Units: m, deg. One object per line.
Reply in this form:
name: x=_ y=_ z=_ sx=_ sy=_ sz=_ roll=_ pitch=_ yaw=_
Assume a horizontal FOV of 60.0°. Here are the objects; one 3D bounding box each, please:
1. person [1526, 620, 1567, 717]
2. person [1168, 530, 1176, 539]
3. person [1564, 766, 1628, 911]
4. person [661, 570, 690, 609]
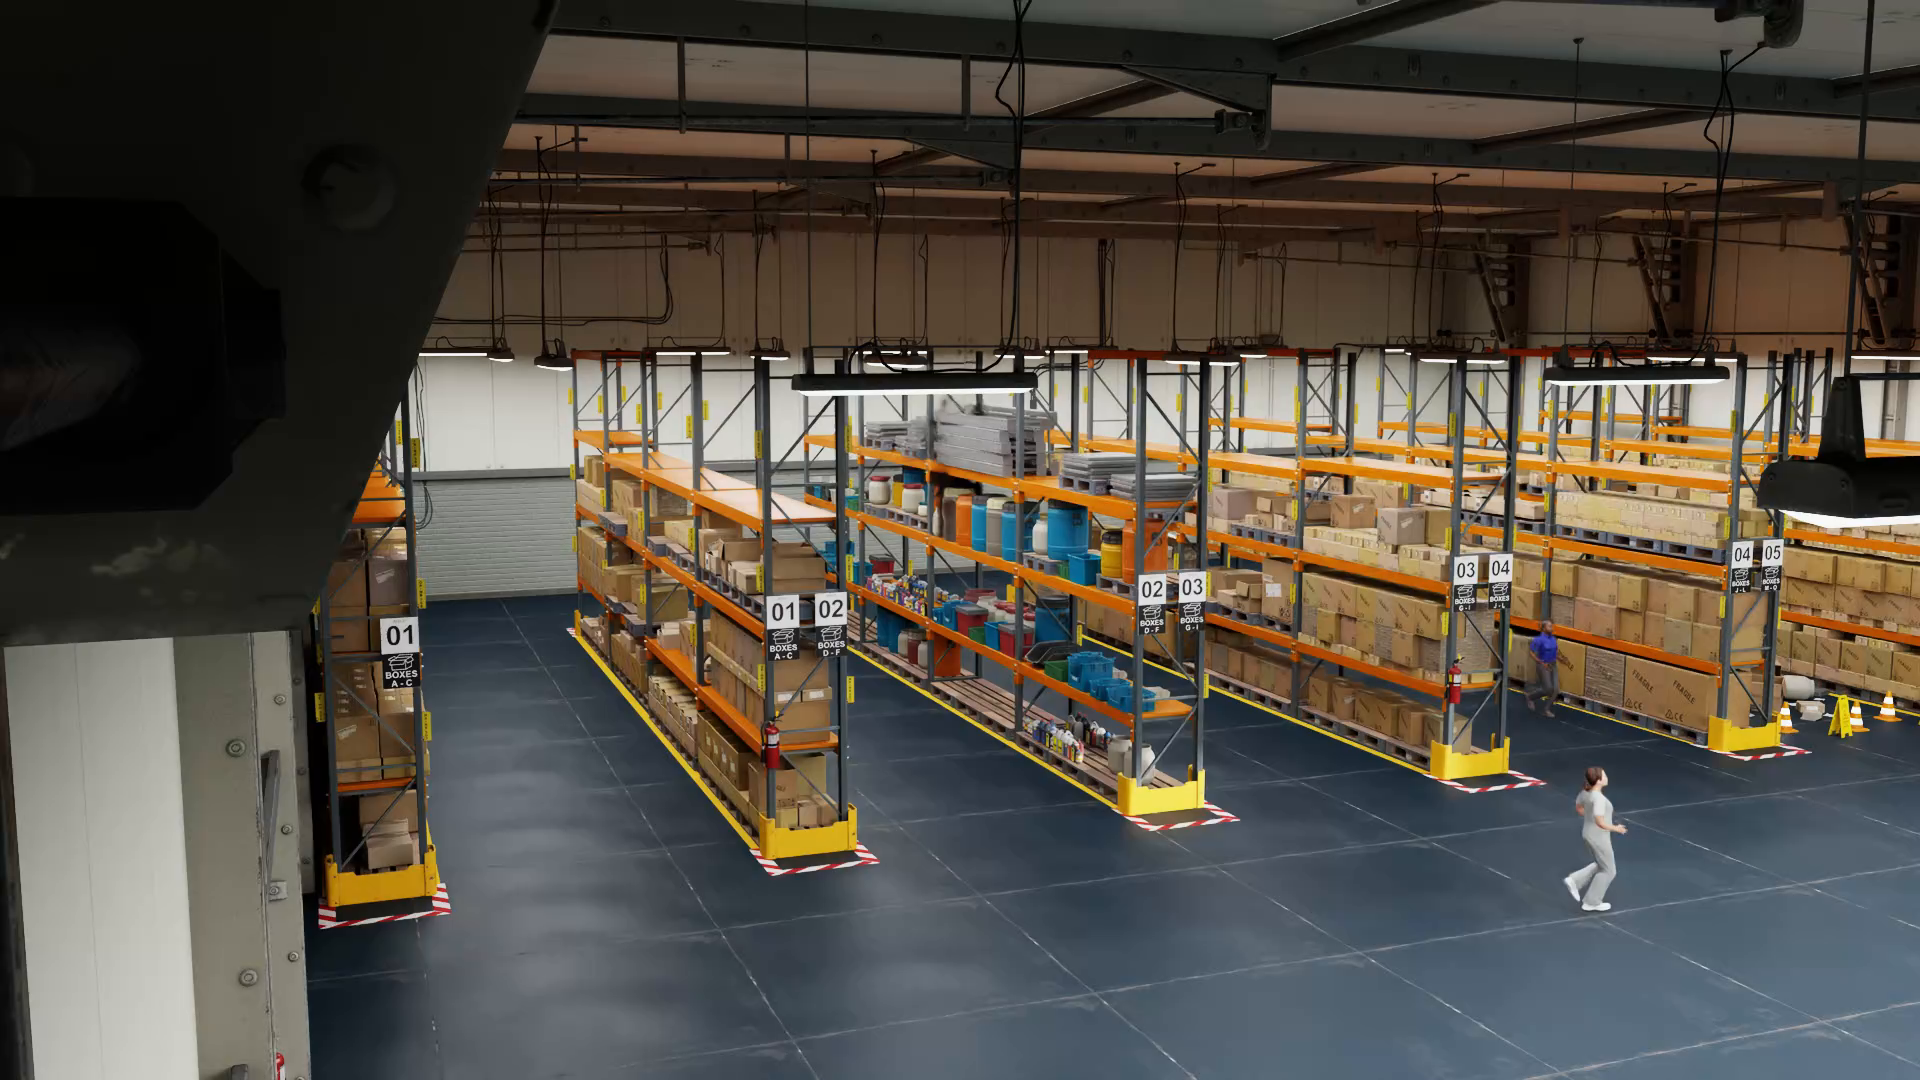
person: x=9.704 y=2.119 z=27.521 sx=0.573 sy=1.604 sz=0.580 roll=-4 pitch=8 yaw=-27
person: x=4.895 y=0.510 z=40.877 sx=0.553 sy=1.488 sz=0.776 roll=-5 pitch=9 yaw=-35
person: x=6.997 y=3.266 z=18.221 sx=0.531 sy=1.619 sz=0.561 roll=0 pitch=7 yaw=1
person: x=-6.033 y=1.028 z=35.765 sx=0.704 sy=1.784 sz=0.693 roll=4 pitch=8 yaw=31
